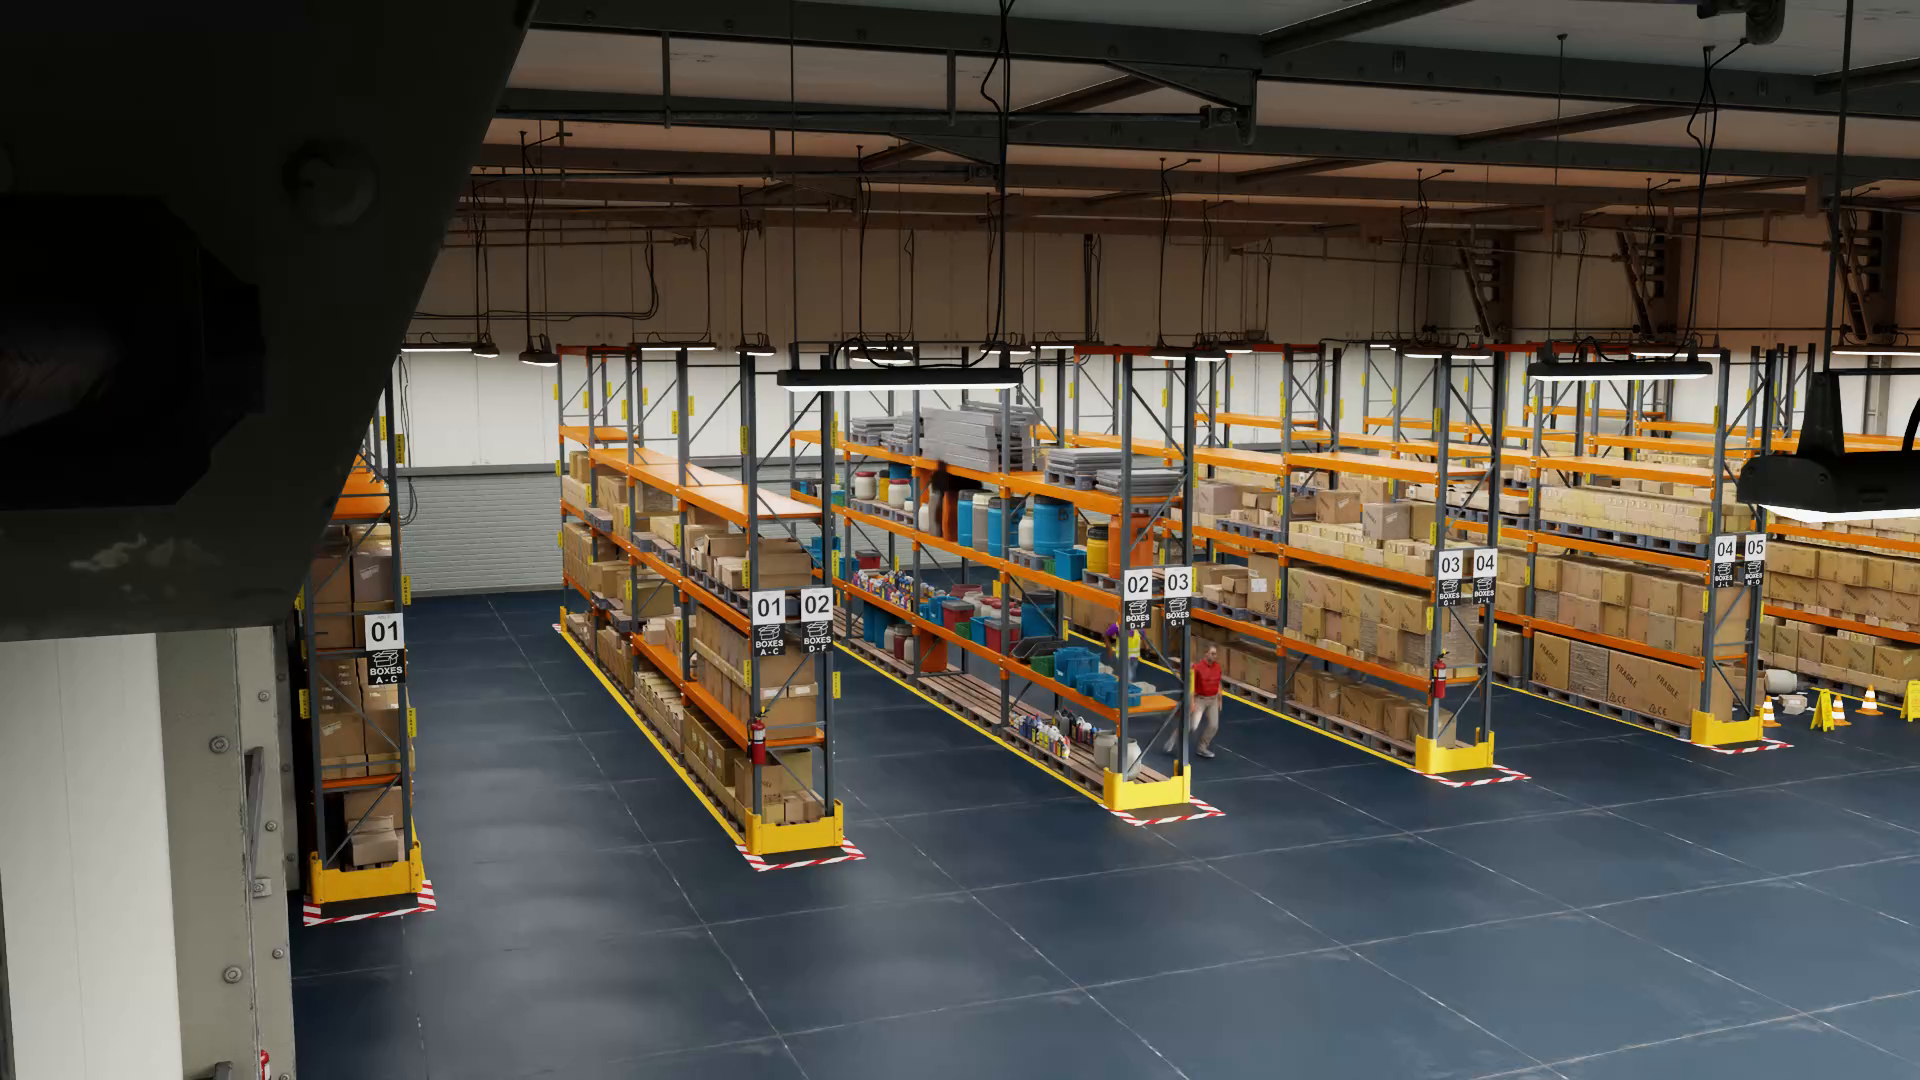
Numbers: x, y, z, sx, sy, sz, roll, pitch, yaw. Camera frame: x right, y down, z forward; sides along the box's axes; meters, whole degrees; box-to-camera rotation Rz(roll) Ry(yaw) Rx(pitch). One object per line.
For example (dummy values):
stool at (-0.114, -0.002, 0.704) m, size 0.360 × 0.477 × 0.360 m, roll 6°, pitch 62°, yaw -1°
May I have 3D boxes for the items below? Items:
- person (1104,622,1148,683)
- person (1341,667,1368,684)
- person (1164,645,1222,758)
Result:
person at (2.823, 1.957, 27.629) m, size 0.685 × 1.747 × 0.683 m, roll -3°, pitch 8°, yaw -25°
person at (7.017, 1.874, 29.042) m, size 0.577 × 1.566 × 0.631 m, roll -3°, pitch 8°, yaw -24°
person at (3.494, 2.371, 24.656) m, size 0.823 × 1.660 × 0.595 m, roll -3°, pitch 8°, yaw -25°
